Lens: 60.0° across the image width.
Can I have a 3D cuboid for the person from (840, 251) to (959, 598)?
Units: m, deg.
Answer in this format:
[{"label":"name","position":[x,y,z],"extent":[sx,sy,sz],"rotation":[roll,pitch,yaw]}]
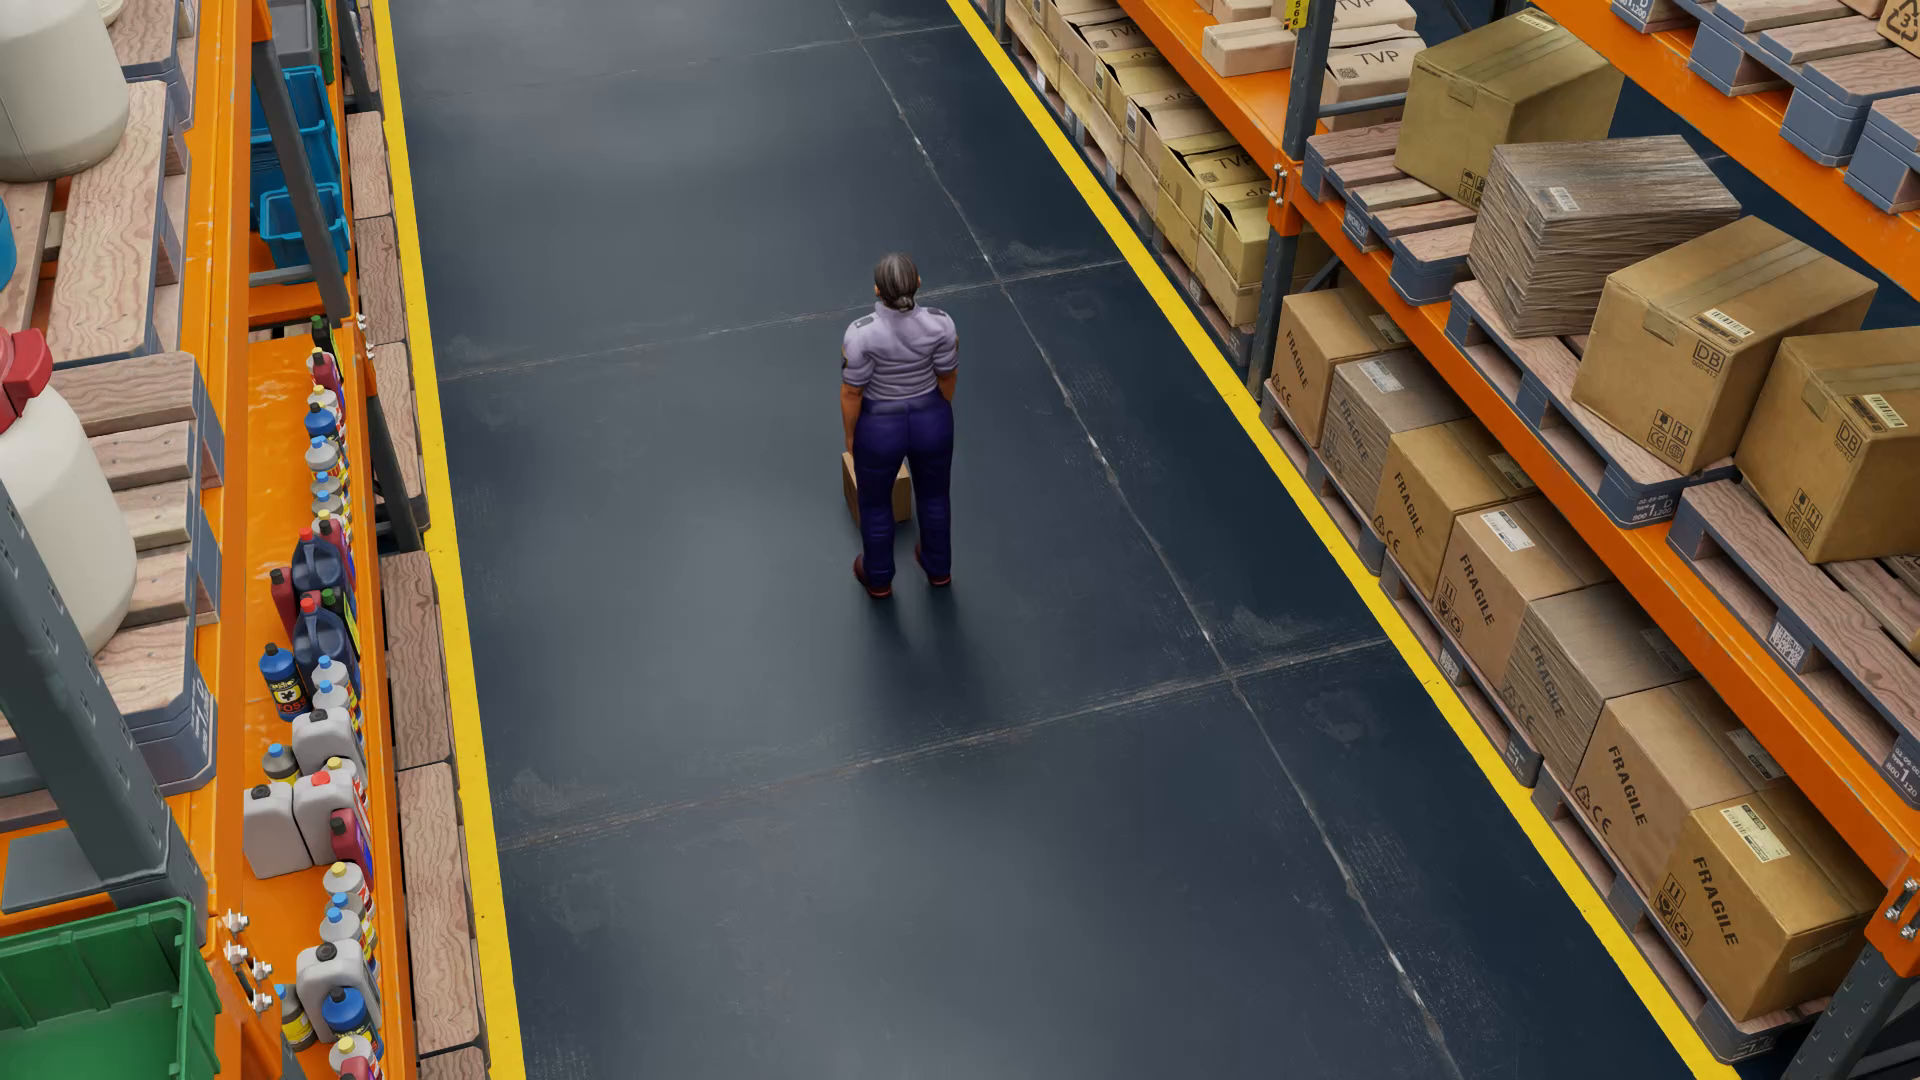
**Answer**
[{"label":"person","position":[-0.245,-0.451,6.669],"extent":[0.472,1.660,0.344],"rotation":[-11,44,-12]}]
